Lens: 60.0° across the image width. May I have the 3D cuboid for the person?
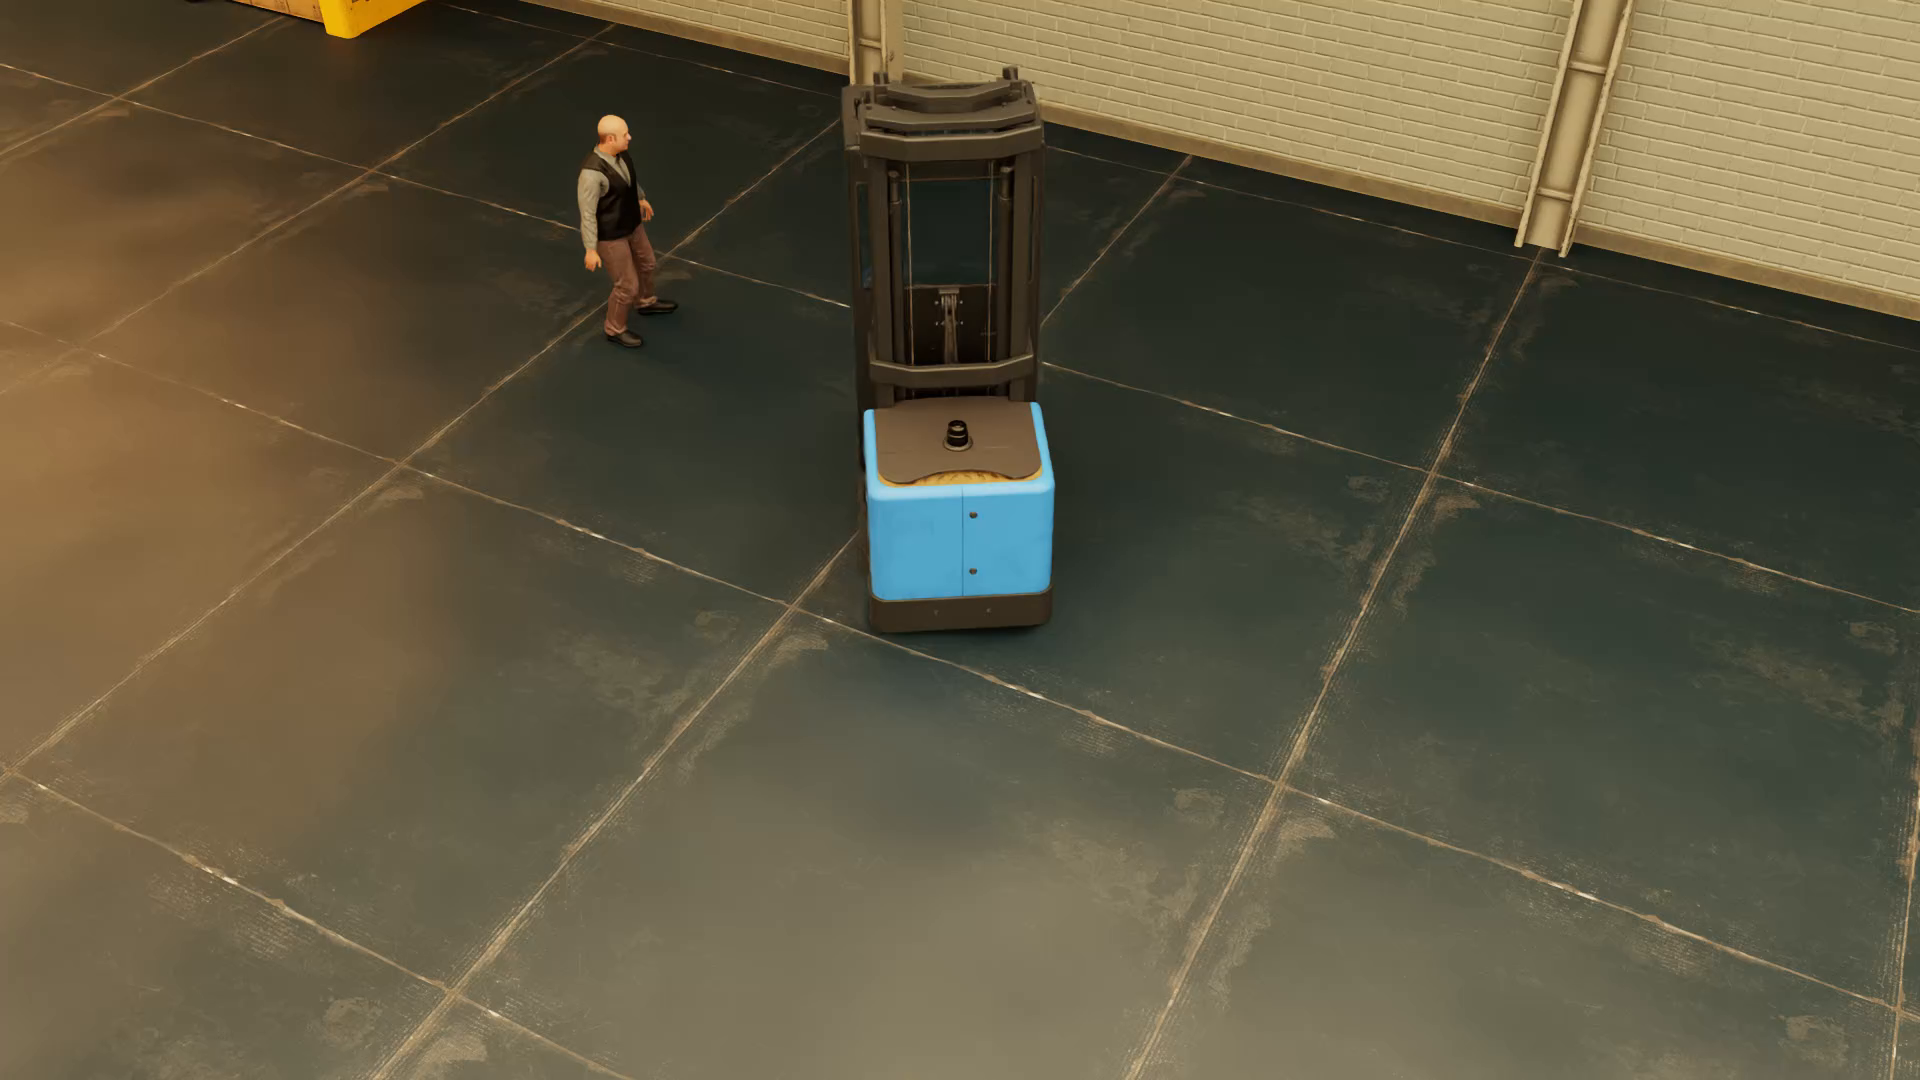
[{"bbox_3d":[-2.357,-2.159,11.509,0.395,1.696,0.795,9,41,10],"label":"person"}]

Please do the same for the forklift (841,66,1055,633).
[{"bbox_3d":[-0.101,-1.529,9.802,1.130,2.935,3.031,-3,40,-3],"label":"forklift"}]
